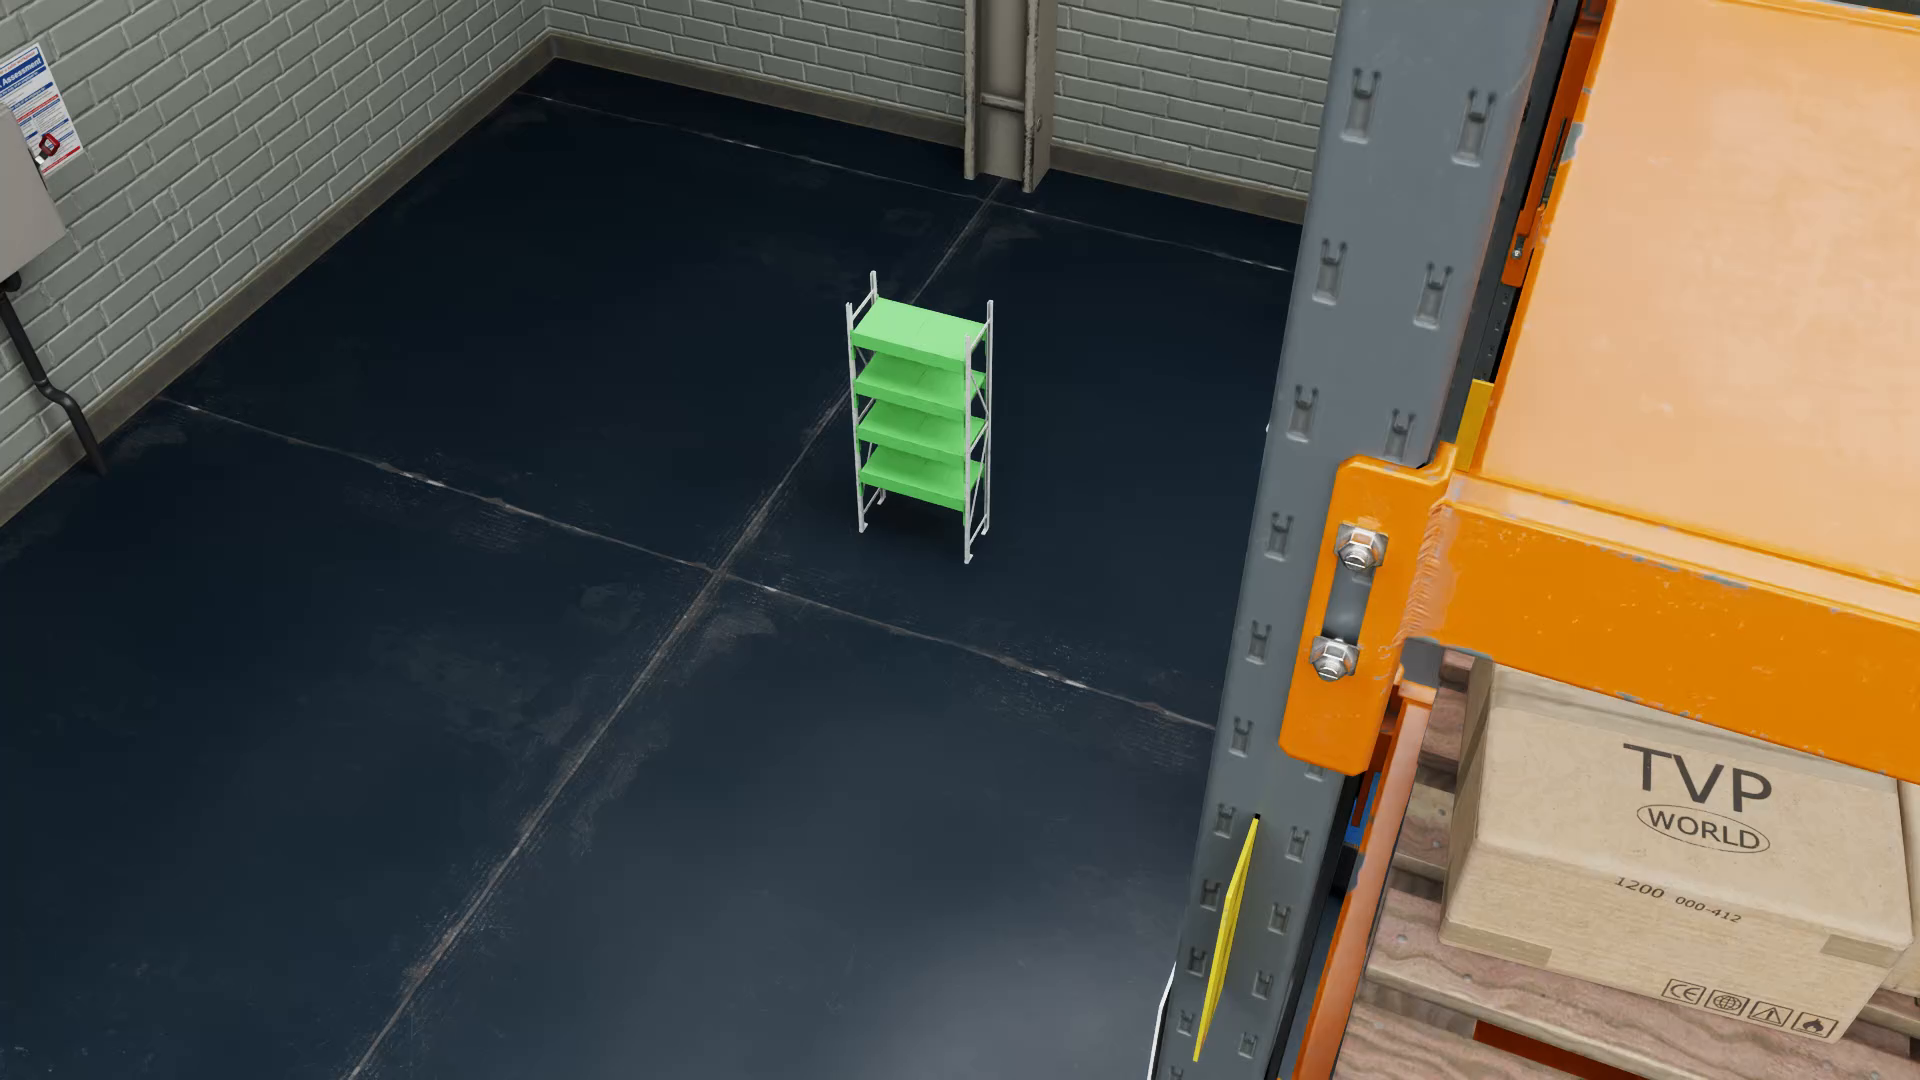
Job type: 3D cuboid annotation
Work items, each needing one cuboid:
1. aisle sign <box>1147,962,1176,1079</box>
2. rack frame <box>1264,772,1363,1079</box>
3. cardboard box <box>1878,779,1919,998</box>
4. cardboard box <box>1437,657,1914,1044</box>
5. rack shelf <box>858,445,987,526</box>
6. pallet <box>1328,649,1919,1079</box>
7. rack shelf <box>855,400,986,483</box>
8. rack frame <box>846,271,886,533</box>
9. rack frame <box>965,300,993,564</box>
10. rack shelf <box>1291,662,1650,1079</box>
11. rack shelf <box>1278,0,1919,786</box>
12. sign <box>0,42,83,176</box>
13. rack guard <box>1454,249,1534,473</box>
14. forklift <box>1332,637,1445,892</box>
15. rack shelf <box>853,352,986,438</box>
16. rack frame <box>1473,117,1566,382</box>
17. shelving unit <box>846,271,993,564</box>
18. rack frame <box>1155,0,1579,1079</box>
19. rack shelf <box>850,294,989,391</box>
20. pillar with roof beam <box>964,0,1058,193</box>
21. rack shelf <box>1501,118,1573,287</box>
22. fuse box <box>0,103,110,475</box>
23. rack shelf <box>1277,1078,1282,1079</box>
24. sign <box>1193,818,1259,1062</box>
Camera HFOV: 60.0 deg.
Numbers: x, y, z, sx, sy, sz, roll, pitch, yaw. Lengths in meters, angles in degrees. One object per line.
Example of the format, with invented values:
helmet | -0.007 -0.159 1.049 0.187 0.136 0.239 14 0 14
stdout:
aisle sign | 0.317 0.712 2.403 0.004 0.787 0.394 16 47 16
rack frame | 0.495 1.465 3.490 0.127 3.000 1.000 16 47 16
cardboard box | 1.363 0.431 2.212 0.250 0.149 0.380 13 46 13
cardboard box | 0.945 0.334 2.238 0.500 0.250 0.500 12 46 12
rack shelf | -0.153 -0.255 6.925 0.480 0.148 0.258 16 47 16
pallet | 1.184 0.627 2.268 1.213 0.211 1.003 16 47 16
rack shelf | -0.153 -0.425 6.756 0.480 0.148 0.258 16 47 16
rack frame | -0.378 -0.537 6.777 0.015 1.200 0.240 16 47 16
rack frame | 0.072 -0.404 6.644 0.015 1.200 0.240 16 47 16
rack shelf | 2.341 1.199 2.140 4.000 0.370 1.077 16 47 16
rack shelf | 2.341 0.278 1.223 4.000 0.370 1.077 16 47 16
sign | -3.776 -1.723 6.762 0.001 0.494 0.329 16 47 16
rack guard | 2.473 -0.861 7.600 0.348 0.500 1.175 16 47 16
forklift | 2.525 0.194 4.816 3.031 2.935 1.130 18 47 17
rack shelf | -0.153 -0.595 6.587 0.480 0.148 0.258 16 47 16
rack frame | 2.402 -1.768 6.739 0.127 3.000 1.000 16 47 16
shelving unit | -0.153 -0.470 6.711 0.503 1.200 0.258 16 47 16
rack frame | 0.495 -0.662 1.374 0.127 3.000 1.000 16 47 16
rack shelf | -0.153 -0.765 6.417 0.480 0.148 0.258 16 47 16
pillar with roof beam | -1.396 -2.411 3.132 0.400 9.000 9.100 16 47 16
rack shelf | 4.248 -0.969 6.447 4.000 0.370 1.077 16 47 16
fuse box | -3.775 -0.922 6.803 0.414 1.711 0.539 16 47 16
rack shelf | 2.341 2.263 3.198 4.000 0.370 1.077 16 47 16
sign | 0.276 0.423 1.735 0.005 0.325 0.100 16 47 16
